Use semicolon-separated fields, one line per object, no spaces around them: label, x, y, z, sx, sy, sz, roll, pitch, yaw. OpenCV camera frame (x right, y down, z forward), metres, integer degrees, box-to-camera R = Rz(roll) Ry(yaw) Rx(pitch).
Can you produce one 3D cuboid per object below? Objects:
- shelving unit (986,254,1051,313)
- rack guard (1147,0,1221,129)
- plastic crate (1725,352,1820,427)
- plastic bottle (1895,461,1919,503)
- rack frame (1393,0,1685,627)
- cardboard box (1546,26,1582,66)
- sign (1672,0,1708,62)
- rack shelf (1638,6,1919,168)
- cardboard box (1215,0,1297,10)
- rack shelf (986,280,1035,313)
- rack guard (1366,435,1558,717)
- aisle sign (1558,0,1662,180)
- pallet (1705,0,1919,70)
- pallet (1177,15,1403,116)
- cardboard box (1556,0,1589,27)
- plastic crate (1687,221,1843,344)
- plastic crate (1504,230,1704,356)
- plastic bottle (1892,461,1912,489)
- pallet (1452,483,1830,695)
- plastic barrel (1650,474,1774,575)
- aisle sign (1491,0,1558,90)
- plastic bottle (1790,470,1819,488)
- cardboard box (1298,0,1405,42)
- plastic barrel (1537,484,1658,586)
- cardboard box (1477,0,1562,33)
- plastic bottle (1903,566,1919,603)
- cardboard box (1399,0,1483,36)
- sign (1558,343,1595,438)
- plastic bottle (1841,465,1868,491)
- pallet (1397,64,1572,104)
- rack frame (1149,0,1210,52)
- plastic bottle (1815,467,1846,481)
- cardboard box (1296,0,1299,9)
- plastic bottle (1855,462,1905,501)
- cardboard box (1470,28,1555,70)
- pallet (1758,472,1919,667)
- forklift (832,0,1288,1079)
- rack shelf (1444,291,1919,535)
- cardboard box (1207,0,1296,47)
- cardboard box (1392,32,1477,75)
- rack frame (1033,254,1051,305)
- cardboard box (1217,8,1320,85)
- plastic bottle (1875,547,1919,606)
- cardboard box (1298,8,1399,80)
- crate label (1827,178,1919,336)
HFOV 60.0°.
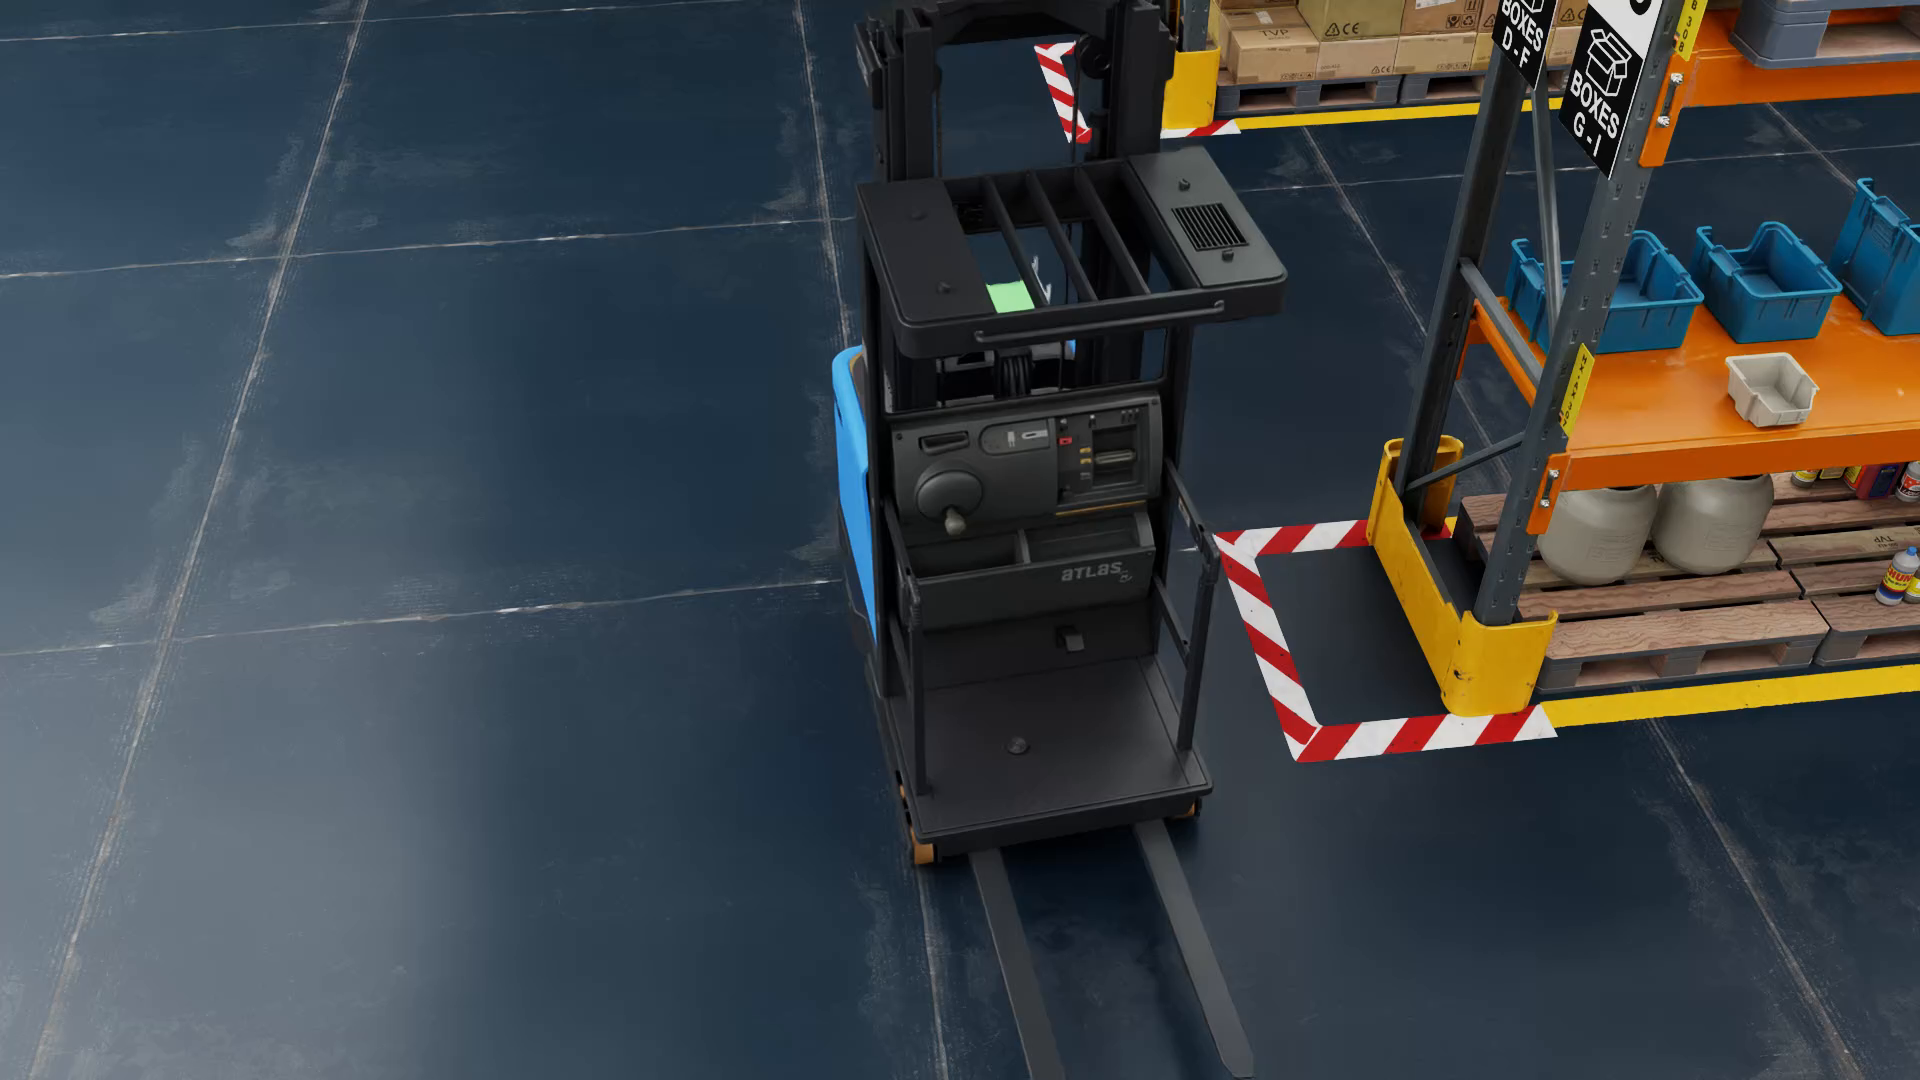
shelving unit;0.102;-0.643;7.282;0.503;1.200;0.258;-8;43;-9
rack guard;1.334;-3.122;10.553;0.348;0.500;1.175;-5;42;-6
plastic crate;2.925;-0.528;6.008;0.250;0.136;0.298;-5;42;-6
plastic bottle;4.186;-0.272;7.287;0.097;0.201;0.097;0;42;0
rack frame;1.996;-0.762;6.071;0.127;3.000;1.000;-5;42;-6
cardboard box;3.902;-3.259;10.578;0.500;0.250;0.500;-5;42;-6
sign;2.063;-1.514;4.657;0.005;0.325;0.100;-5;42;-6
rack shelf;3.979;-1.783;5.499;4.000;0.370;1.077;-5;42;-6
cardboard box;1.851;-3.710;10.518;0.500;0.500;0.500;-5;42;-6
rack shelf;0.102;-0.953;7.004;0.480;0.148;0.258;-8;43;-9
rack guard;2.066;0.128;6.950;0.348;0.500;1.175;-5;42;-6
aisle sign;1.963;-1.527;4.977;0.004;0.787;0.394;-5;42;-6
pallet;2.829;-1.813;5.137;1.213;0.211;1.003;-5;42;-6
pallet;2.111;-3.111;10.756;1.213;0.211;1.003;-5;42;-6
cardboard box;3.900;-3.546;10.336;0.500;0.500;0.500;-5;42;-6
plastic crate;3.098;-1.002;6.447;0.408;0.251;0.499;-5;42;-6
plastic crate;2.454;-0.949;6.389;0.616;0.251;0.499;-5;42;-6
plastic bottle;4.152;-0.380;7.352;0.135;0.276;0.152;-6;42;-7
pallet;2.872;0.169;7.121;1.213;0.211;1.003;-5;42;-6
plastic barrel;3.136;-0.146;6.931;0.421;0.512;0.421;0;42;0
aisle sign;1.886;-1.918;5.412;0.004;0.787;0.394;-5;42;-6
plastic bottle;3.761;-0.337;7.360;0.097;0.201;0.097;0;42;0
cardboard box;2.414;-3.409;10.185;0.500;0.500;0.500;-5;42;-6
plastic barrel;2.639;-0.102;6.883;0.421;0.512;0.421;0;42;0
cardboard box;3.406;-3.493;10.277;0.500;0.500;0.500;-5;42;-6
plastic bottle;3.937;0.154;6.815;0.097;0.201;0.097;0;42;0
cardboard box;2.908;-3.461;10.242;0.500;0.500;0.500;-5;42;-6
sign;2.063;-0.499;5.572;0.005;0.325;0.100;-5;42;-6
plastic bottle;4.014;-0.368;7.339;0.135;0.276;0.152;-5;42;-5
pallet;3.318;-3.215;10.871;1.213;0.211;1.003;-5;42;-6
rack frame;1.358;-4.052;9.718;0.127;3.000;1.000;-5;42;-6
plastic bottle;3.874;-0.390;7.357;0.133;0.283;0.061;-4;42;-4
cardboard box;2.345;-3.481;10.824;0.500;0.250;0.500;-5;42;-6
plastic bottle;4.028;-0.300;7.258;0.133;0.283;0.061;-5;42;-6
cardboard box;3.406;-3.215;10.529;0.500;0.250;0.500;-5;42;-6
pallet;4.079;0.065;7.236;1.213;0.211;1.003;-5;42;-6
forklift;0.282;-0.172;5.467;1.130;2.935;3.031;-8;43;-9
rack shelf;3.979;-0.669;6.504;4.000;0.370;1.077;-5;42;-6
cardboard box;1.851;-3.430;10.767;0.500;0.250;0.500;-5;42;-6
cardboard box;2.910;-3.175;10.485;0.500;0.250;0.500;-5;42;-6
rack frame;0.340;-0.678;7.321;0.015;1.200;0.240;-8;43;-9
cardboard box;1.918;-3.086;10.386;0.500;0.250;0.500;-5;42;-6
plastic bottle;3.835;0.137;6.782;0.097;0.271;0.097;0;42;0
cardboard box;2.414;-3.132;10.437;0.500;0.250;0.500;-5;42;-6
crate label;3.786;-1.115;6.435;0.616;0.435;0.502;-5;42;-6
